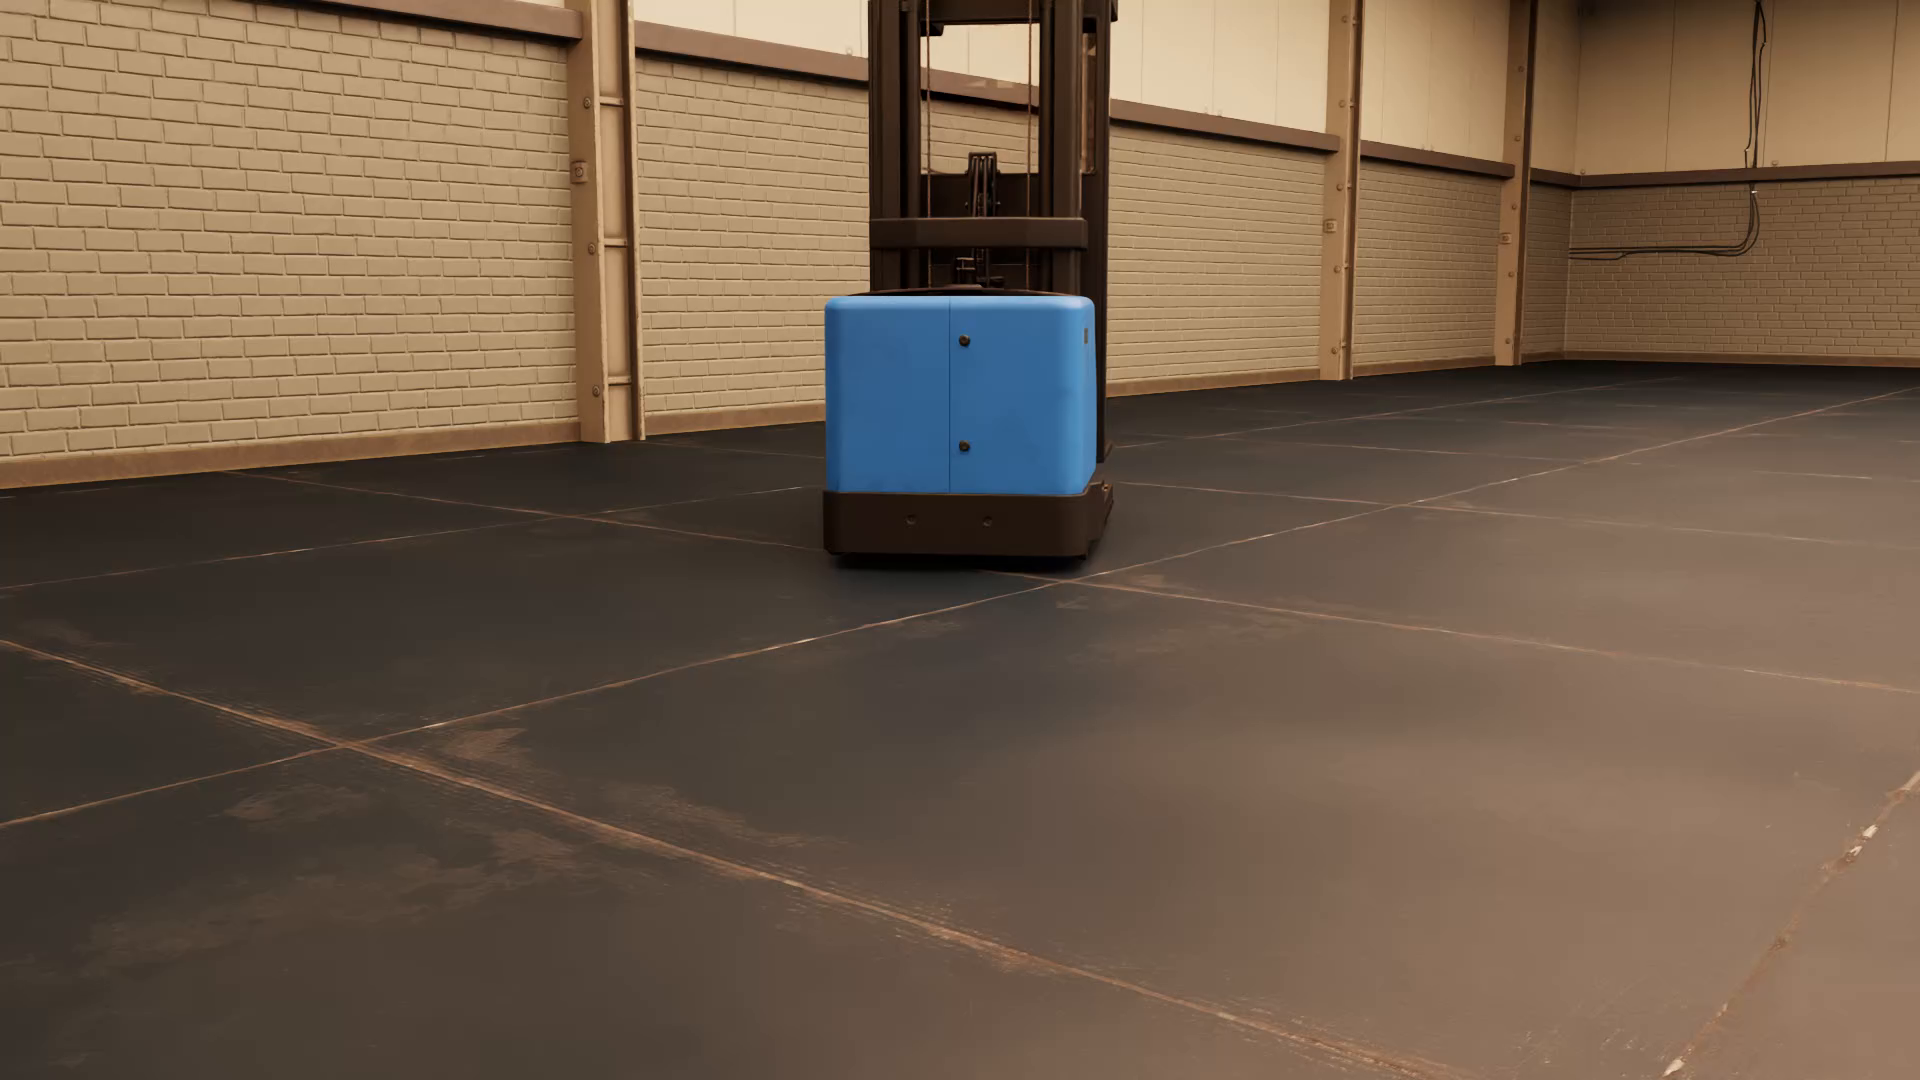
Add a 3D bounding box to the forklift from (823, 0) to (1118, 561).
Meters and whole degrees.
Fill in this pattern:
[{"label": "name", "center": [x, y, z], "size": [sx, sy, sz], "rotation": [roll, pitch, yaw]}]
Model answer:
[{"label": "forklift", "center": [0.164, -1.539, 7.796], "size": [1.130, 2.935, 3.031], "rotation": [1, 8, 8]}]
